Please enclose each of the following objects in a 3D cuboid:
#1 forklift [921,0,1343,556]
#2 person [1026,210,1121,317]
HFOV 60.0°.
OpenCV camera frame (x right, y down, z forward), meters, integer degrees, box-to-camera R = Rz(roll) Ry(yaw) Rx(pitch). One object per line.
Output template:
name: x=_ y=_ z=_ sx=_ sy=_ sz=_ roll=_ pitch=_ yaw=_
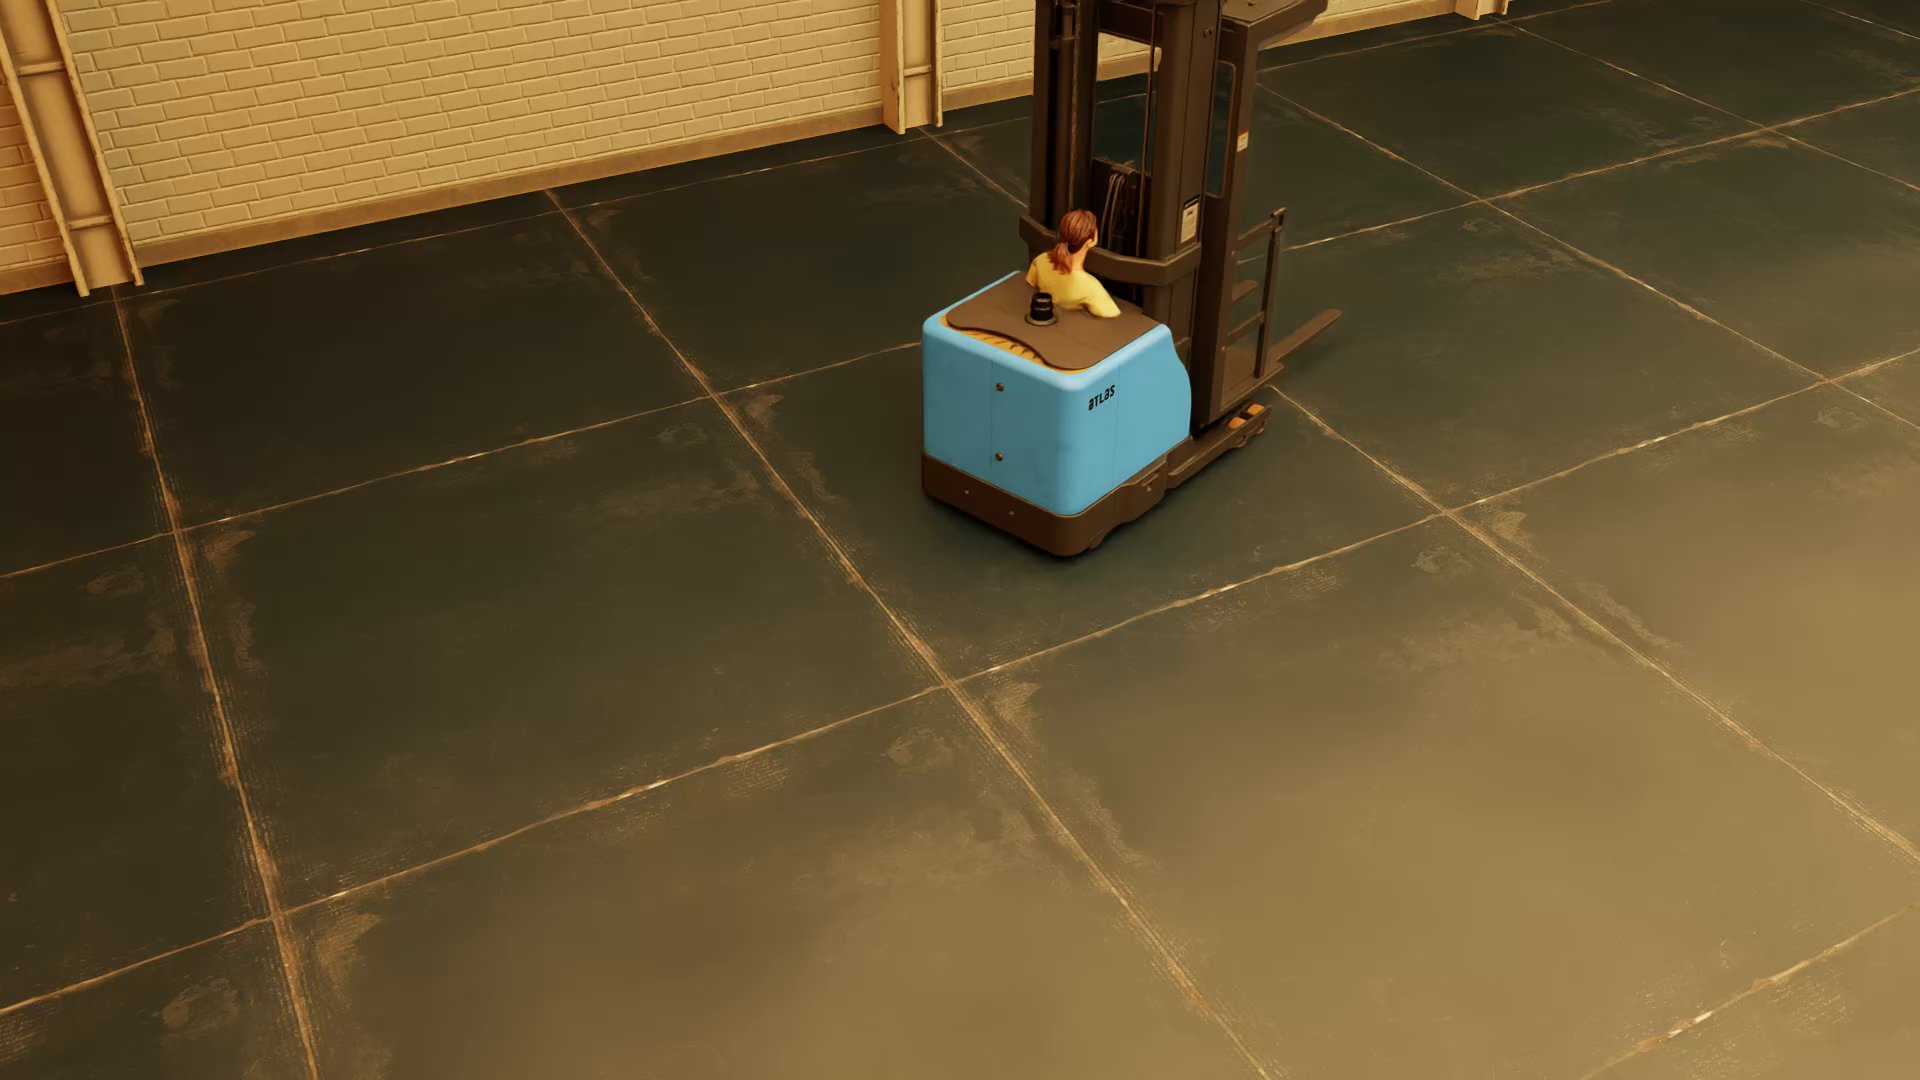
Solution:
forklift: x=1.131 y=-1.891 z=8.799 sx=1.130 sy=2.935 sz=3.031 roll=26 pitch=43 yaw=32
person: x=0.741 y=-1.074 z=8.721 sx=0.700 sy=1.472 sz=0.729 roll=-21 pitch=40 yaw=-27
